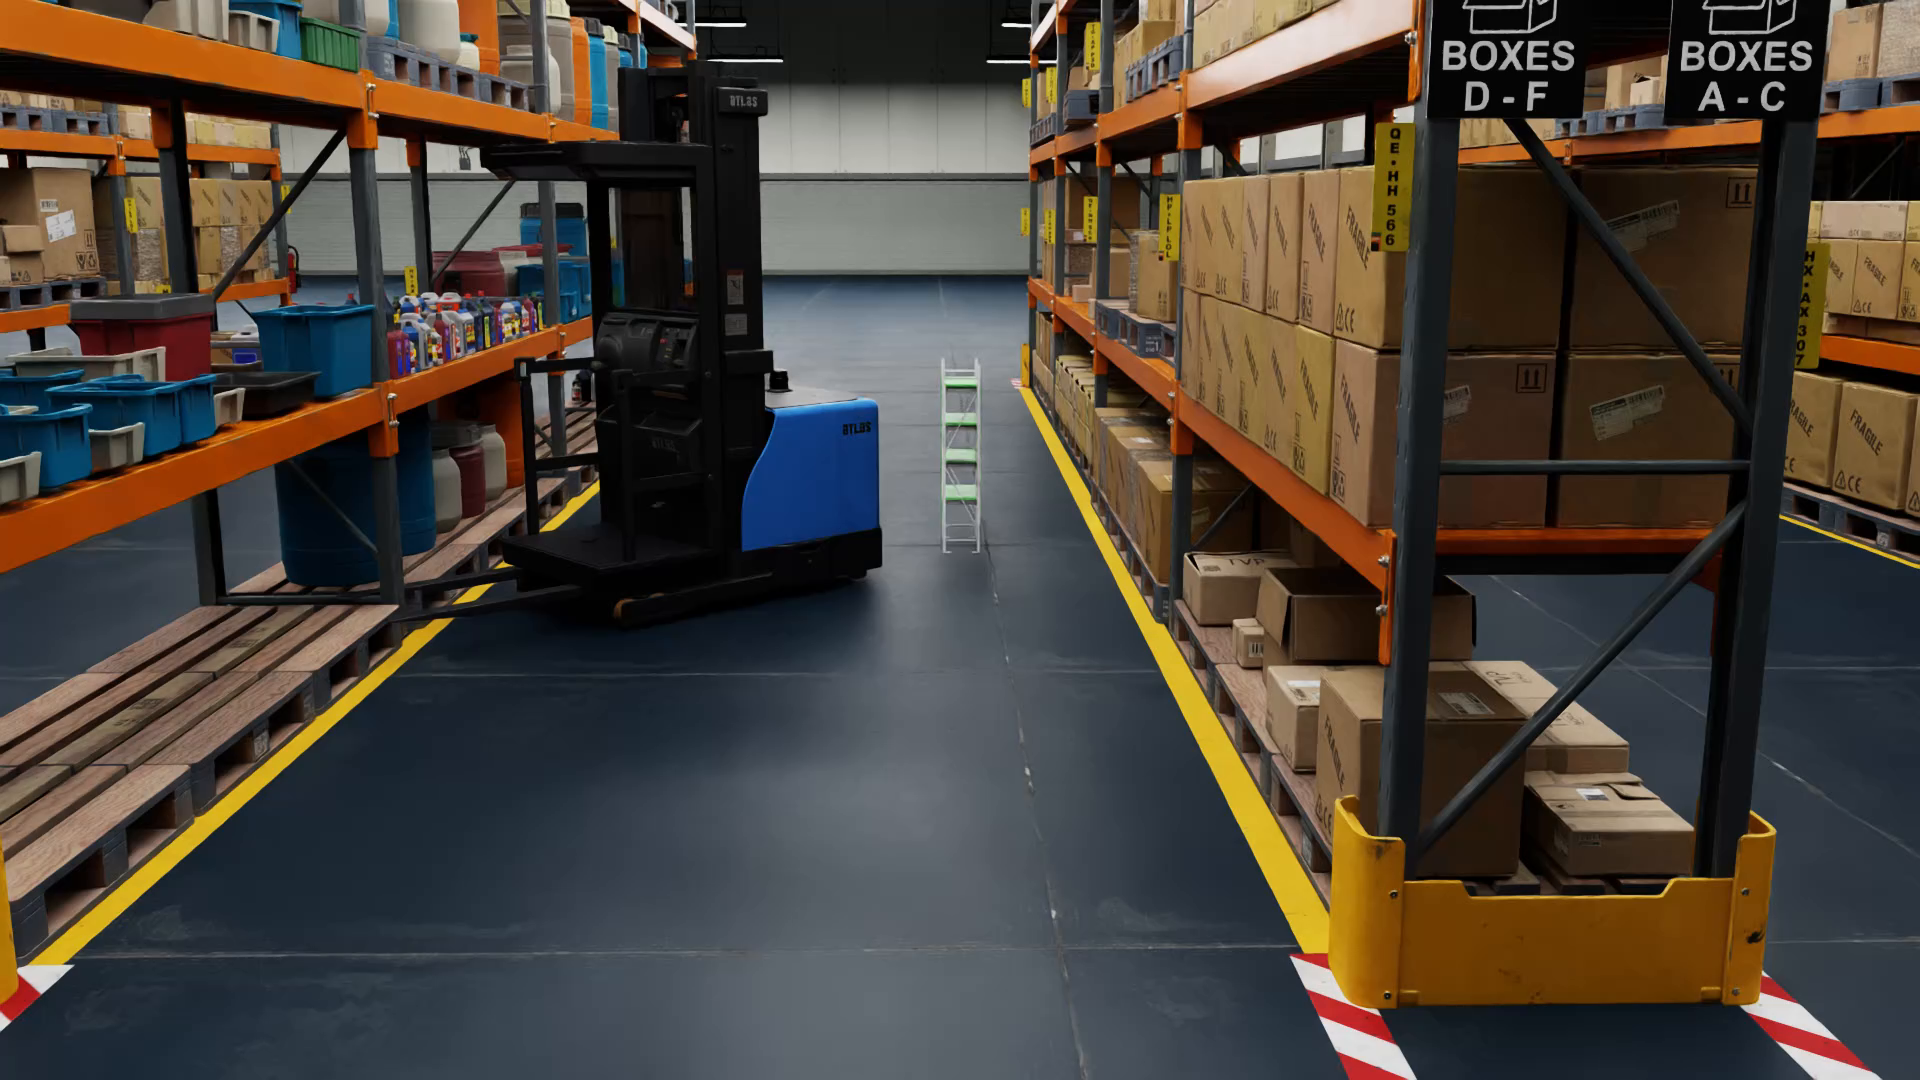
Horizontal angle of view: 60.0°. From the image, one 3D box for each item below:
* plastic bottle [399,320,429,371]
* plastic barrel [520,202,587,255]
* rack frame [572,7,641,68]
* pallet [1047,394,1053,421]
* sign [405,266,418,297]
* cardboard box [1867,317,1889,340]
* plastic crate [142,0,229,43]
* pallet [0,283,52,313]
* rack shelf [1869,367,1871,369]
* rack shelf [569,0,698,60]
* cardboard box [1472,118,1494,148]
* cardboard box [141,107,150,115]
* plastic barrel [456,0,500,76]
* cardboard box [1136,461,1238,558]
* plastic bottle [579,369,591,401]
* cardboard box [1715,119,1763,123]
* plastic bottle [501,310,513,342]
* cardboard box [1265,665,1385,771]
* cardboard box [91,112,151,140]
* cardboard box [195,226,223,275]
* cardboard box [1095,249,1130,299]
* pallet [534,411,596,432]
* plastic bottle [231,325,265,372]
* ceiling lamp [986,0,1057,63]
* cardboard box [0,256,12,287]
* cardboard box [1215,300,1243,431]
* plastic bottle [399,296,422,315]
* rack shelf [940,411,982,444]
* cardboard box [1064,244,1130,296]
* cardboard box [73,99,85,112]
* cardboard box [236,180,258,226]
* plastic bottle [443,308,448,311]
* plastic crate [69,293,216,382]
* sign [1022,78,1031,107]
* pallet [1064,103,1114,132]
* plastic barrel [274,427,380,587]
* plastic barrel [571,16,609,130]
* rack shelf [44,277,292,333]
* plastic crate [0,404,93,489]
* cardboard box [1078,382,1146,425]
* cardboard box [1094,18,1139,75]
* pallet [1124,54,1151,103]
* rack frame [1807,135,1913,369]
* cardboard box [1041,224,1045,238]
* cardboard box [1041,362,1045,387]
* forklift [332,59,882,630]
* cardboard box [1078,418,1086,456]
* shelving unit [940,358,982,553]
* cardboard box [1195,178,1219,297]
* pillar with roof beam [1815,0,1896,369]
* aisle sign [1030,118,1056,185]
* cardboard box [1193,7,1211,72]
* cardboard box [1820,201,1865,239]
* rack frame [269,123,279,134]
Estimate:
[{"bbox_3d":[-2.998,-1.068,9.089,0.152,0.276,0.135,0,11,-1],"label":"plastic bottle"},{"bbox_3d":[-3.822,-2.720,15.661,0.600,0.901,0.708,0,11,-1],"label":"plastic barrel"},{"bbox_3d":[-3.527,-5.492,15.499,1.000,3.000,0.127,0,11,-1],"label":"rack frame"},{"bbox_3d":[1.450,-1.364,17.249,1.003,0.211,1.213,0,11,-1],"label":"pallet"},{"bbox_3d":[-3.995,-1.833,12.142,0.100,0.325,0.005,0,11,-1],"label":"sign"},{"bbox_3d":[6.295,-1.414,11.065,0.380,0.149,0.250,0,11,0],"label":"cardboard box"},{"bbox_3d":[-3.017,-2.021,6.229,0.437,0.282,0.530,0,11,-1],"label":"plastic crate"},{"bbox_3d":[-8.478,-2.036,14.033,1.003,0.211,1.213,0,11,-1],"label":"pallet"},{"bbox_3d":[6.419,-1.843,14.408,1.077,0.370,4.000,0,11,-1],"label":"rack shelf"},{"bbox_3d":[-3.569,-5.341,17.570,1.077,0.370,4.000,0,11,-1],"label":"rack shelf"},{"bbox_3d":[6.042,-4.639,18.537,0.500,0.500,0.500,0,11,1],"label":"cardboard box"},{"bbox_3d":[-8.236,-4.297,16.523,0.380,0.149,0.250,0,11,-1],"label":"cardboard box"},{"bbox_3d":[-3.436,-3.531,11.237,0.600,0.830,0.708,0,11,-1],"label":"plastic barrel"},{"bbox_3d":[1.292,-0.167,9.520,0.500,0.500,0.500,0,11,-1],"label":"cardboard box"},{"bbox_3d":[-3.829,-1.597,16.940,0.144,0.351,0.185,-1,11,-3],"label":"plastic bottle"},{"bbox_3d":[6.175,-3.376,12.785,0.500,0.311,0.500,0,11,-1],"label":"cardboard box"},{"bbox_3d":[-3.011,-1.415,10.992,0.097,0.201,0.097,0,11,0],"label":"plastic bottle"},{"bbox_3d":[1.426,0.649,6.123,0.500,0.250,0.500,0,11,-1],"label":"cardboard box"},{"bbox_3d":[-8.233,-4.019,16.158,0.500,0.250,0.500,-1,11,-3],"label":"cardboard box"},{"bbox_3d":[-8.482,-3.114,17.867,0.875,0.500,0.500,0,11,-1],"label":"cardboard box"},{"bbox_3d":[1.446,-2.264,14.422,0.500,0.500,0.500,0,11,-1],"label":"cardboard box"},{"bbox_3d":[-3.472,-1.030,15.604,1.003,0.211,1.213,0,11,-1],"label":"pallet"},{"bbox_3d":[-3.693,-0.978,8.649,0.152,0.276,0.135,0,11,-1],"label":"plastic bottle"},{"bbox_3d":[1.675,-14.228,43.878,2.000,3.185,0.800,0,11,-1],"label":"ceiling lamp"},{"bbox_3d":[-8.201,-2.203,13.696,0.500,0.250,0.500,-1,11,-3],"label":"cardboard box"},{"bbox_3d":[1.350,-0.727,6.847,0.500,0.500,0.500,0,11,-1],"label":"cardboard box"},{"bbox_3d":[-3.749,-1.517,11.304,0.152,0.276,0.135,0,11,-1],"label":"plastic bottle"},{"bbox_3d":[0.003,-0.728,10.743,0.258,0.148,0.480,0,11,-1],"label":"rack shelf"},{"bbox_3d":[1.410,-2.709,16.617,0.700,0.500,0.500,-1,11,-3],"label":"cardboard box"},{"bbox_3d":[-8.689,-4.241,16.248,0.380,0.149,0.250,0,11,-1],"label":"cardboard box"},{"bbox_3d":[-8.287,-3.804,18.752,0.500,0.500,0.500,0,11,-1],"label":"cardboard box"},{"bbox_3d":[-3.138,-1.284,10.167,0.097,0.271,0.097,0,11,0],"label":"plastic bottle"},{"bbox_3d":[-3.594,-0.844,7.364,0.402,0.464,0.583,0,11,-1],"label":"plastic crate"},{"bbox_3d":[0.787,-5.303,19.713,0.100,0.325,0.005,0,11,-1],"label":"sign"},{"bbox_3d":[1.378,-3.511,13.752,1.003,0.211,1.213,0,11,1],"label":"pallet"},{"bbox_3d":[-3.356,-0.248,8.957,0.600,0.901,0.708,0,11,-1],"label":"plastic barrel"},{"bbox_3d":[-3.273,-3.908,13.972,0.600,0.901,0.708,0,11,-1],"label":"plastic barrel"},{"bbox_3d":[-8.521,-2.577,18.026,1.077,0.370,4.000,0,11,-1],"label":"rack shelf"},{"bbox_3d":[-2.969,-0.296,5.242,0.416,0.233,0.300,0,11,-1],"label":"plastic crate"},{"bbox_3d":[1.233,-1.116,13.466,0.500,0.311,0.500,0,11,-2],"label":"cardboard box"},{"bbox_3d":[1.433,-4.306,14.630,0.500,0.500,0.500,1,12,4],"label":"cardboard box"},{"bbox_3d":[1.623,-2.696,9.730,1.213,0.211,1.003,0,11,-1],"label":"pallet"},{"bbox_3d":[6.460,-1.798,12.377,1.000,3.000,0.127,0,11,-1],"label":"rack frame"},{"bbox_3d":[1.143,-3.603,19.389,0.380,0.149,0.250,-1,11,-3],"label":"cardboard box"},{"bbox_3d":[1.160,-1.820,18.343,0.500,0.250,0.500,0,11,-1],"label":"cardboard box"},{"bbox_3d":[-1.878,-1.080,9.013,3.031,2.935,1.130,-11,16,-43],"label":"forklift"},{"bbox_3d":[1.239,-0.841,13.520,0.500,0.250,0.500,0,11,-2],"label":"cardboard box"},{"bbox_3d":[0.003,-0.555,10.778,0.258,1.200,0.503,0,11,-1],"label":"shelving unit"},{"bbox_3d":[1.330,-1.323,7.271,0.500,0.500,0.500,-1,11,-3],"label":"cardboard box"},{"bbox_3d":[2.994,-4.982,12.984,9.100,9.000,0.400,0,11,-1],"label":"pillar with roof beam"},{"bbox_3d":[1.035,-4.653,19.911,0.394,0.787,0.004,0,11,-1],"label":"aisle sign"},{"bbox_3d":[1.353,-2.280,7.588,0.500,0.250,0.500,0,11,-1],"label":"cardboard box"},{"bbox_3d":[6.224,-2.172,11.284,0.500,0.250,0.500,0,11,-2],"label":"cardboard box"},{"bbox_3d":[-8.562,-6.267,19.318,1.000,3.000,0.127,0,11,-1],"label":"rack frame"}]
